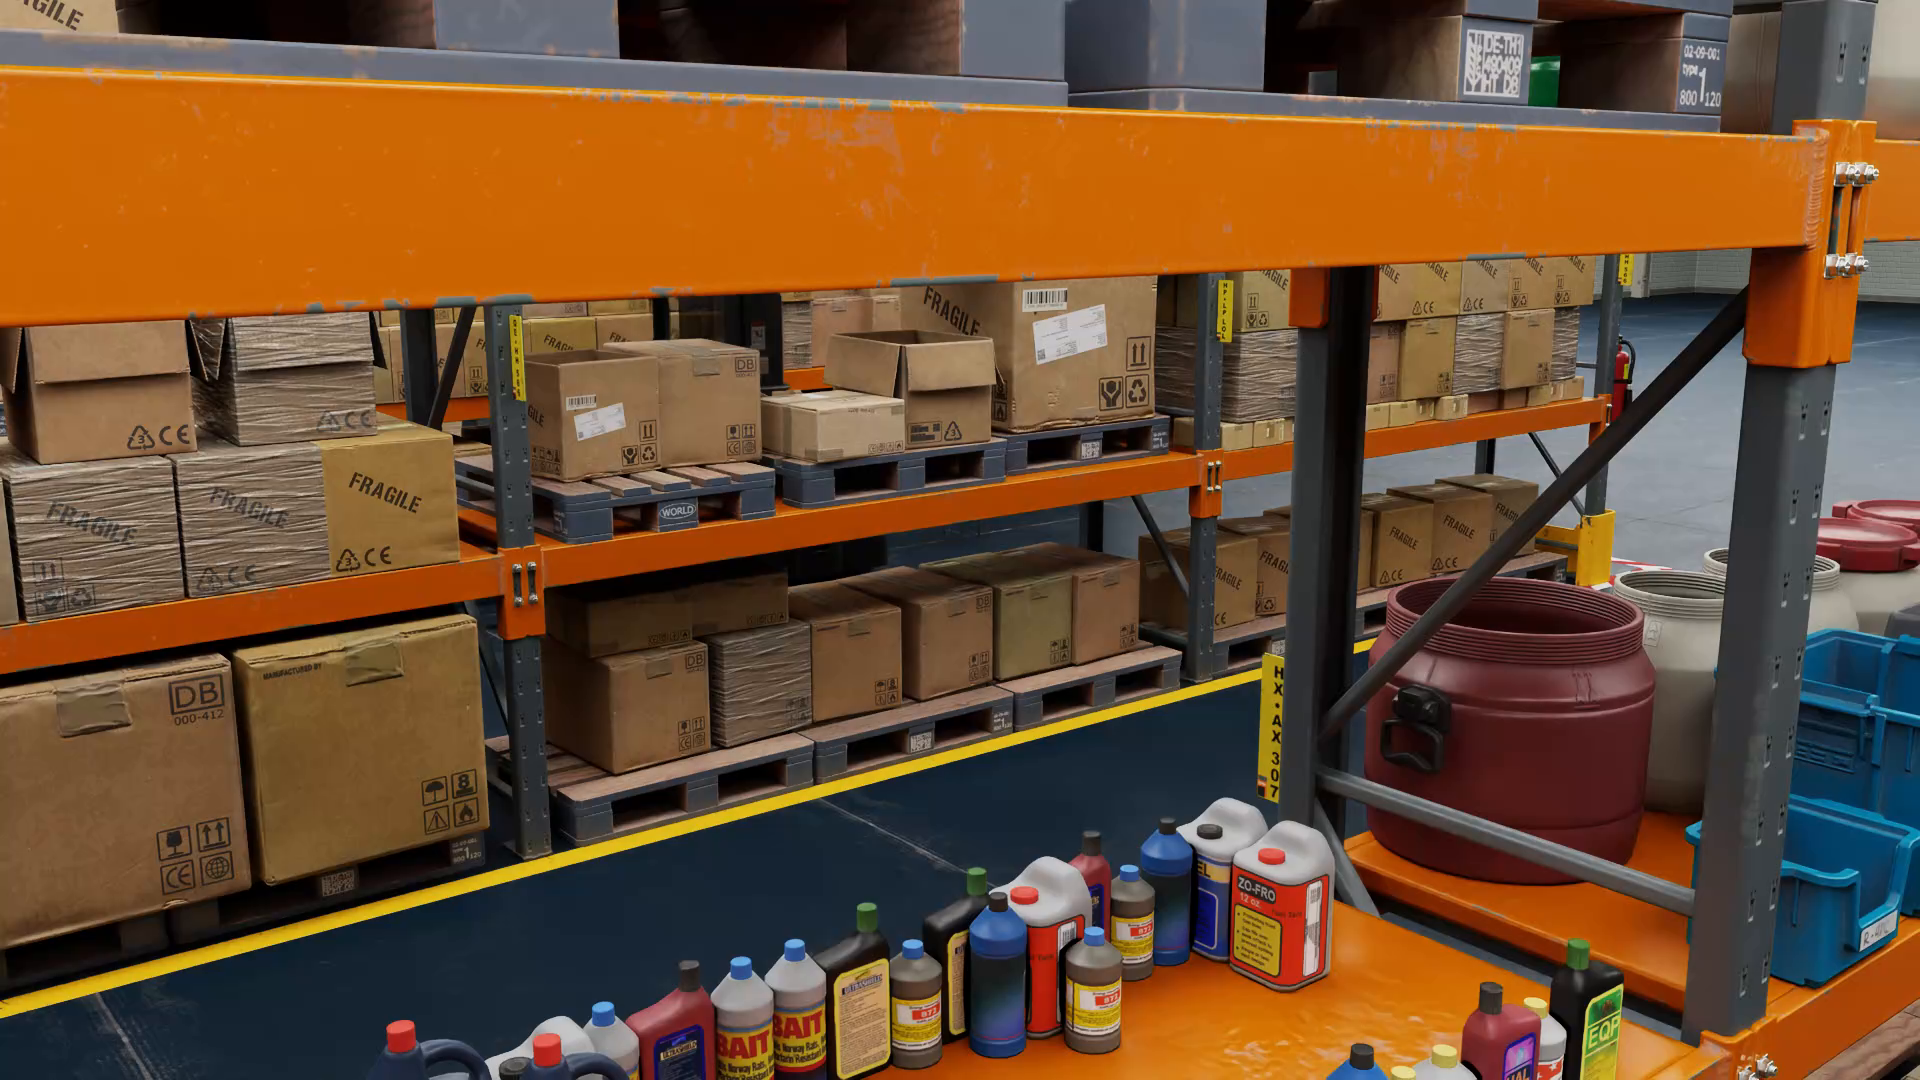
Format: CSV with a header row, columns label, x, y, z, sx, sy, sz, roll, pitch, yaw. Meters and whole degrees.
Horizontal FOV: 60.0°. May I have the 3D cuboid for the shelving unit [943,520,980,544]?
label,x,y,z,sx,sy,sz,roll,pitch,yaw
shelving unit,0.011,-0.589,13.013,0.189,1.200,0.258,-9,15,-38

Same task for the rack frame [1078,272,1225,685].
label,x,y,z,sx,sy,sz,roll,pitch,yaw
rack frame,1.064,-0.744,9.412,0.127,3.000,1.000,-9,15,-38

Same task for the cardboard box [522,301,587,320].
label,x,y,z,sx,sy,sz,roll,pitch,yaw
cardboard box,-3.135,-1.902,12.216,0.500,0.500,0.700,-9,15,-37

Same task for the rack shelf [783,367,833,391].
label,x,y,z,sx,sy,sz,roll,pitch,yaw
rack shelf,-0.394,-1.469,14.559,4.000,0.370,1.077,-9,15,-38

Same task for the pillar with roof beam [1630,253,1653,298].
label,x,y,z,sx,sy,sz,roll,pitch,yaw
pillar with roof beam,19.901,-9.860,37.899,0.548,9.000,9.100,-9,15,-38

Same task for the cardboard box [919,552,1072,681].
label,x,y,z,sx,sy,sz,roll,pitch,yaw
cardboard box,0.187,0.398,8.990,0.500,0.500,0.700,-10,15,-38

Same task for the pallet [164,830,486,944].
label,x,y,z,sx,sy,sz,roll,pitch,yaw
pallet,-2.722,1.229,6.833,1.213,0.211,1.003,-9,15,-38

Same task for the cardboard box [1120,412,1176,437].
label,x,y,z,sx,sy,sz,roll,pitch,yaw
cardboard box,1.048,-0.697,9.794,0.250,0.149,0.380,-9,15,-38

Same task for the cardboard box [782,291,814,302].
label,x,y,z,sx,sy,sz,roll,pitch,yaw
cardboard box,-1.646,-2.206,13.334,0.550,0.550,0.875,-9,15,-38

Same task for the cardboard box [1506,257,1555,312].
label,x,y,z,sx,sy,sz,roll,pitch,yaw
cardboard box,3.526,-1.769,10.876,0.500,0.500,0.500,-9,15,-38

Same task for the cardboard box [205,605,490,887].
label,x,y,z,sx,sy,sz,roll,pitch,yaw
cardboard box,-2.611,0.695,6.739,0.875,0.875,1.225,-10,16,-40

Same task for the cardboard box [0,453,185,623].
label,x,y,z,sx,sy,sz,roll,pitch,yaw
cardboard box,-3.086,-0.038,5.846,0.500,0.500,0.500,-10,16,-39

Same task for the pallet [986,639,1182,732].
label,x,y,z,sx,sy,sz,roll,pitch,yaw
pallet,0.457,0.721,9.225,1.213,0.211,1.003,-9,15,-38

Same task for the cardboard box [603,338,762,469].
label,x,y,z,sx,sy,sz,roll,pitch,yaw
cardboard box,-1.289,-0.645,7.692,0.500,0.500,0.700,-7,14,-29

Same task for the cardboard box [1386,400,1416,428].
label,x,y,z,sx,sy,sz,roll,pitch,yaw
cardboard box,2.583,-0.797,10.266,0.250,0.149,0.380,-9,15,-38

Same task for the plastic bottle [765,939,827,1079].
label,x,y,z,sx,sy,sz,roll,pitch,yaw
plastic bottle,-0.258,0.763,2.625,0.097,0.271,0.097,0,12,0

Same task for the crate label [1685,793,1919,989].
label,x,y,z,sx,sy,sz,roll,pitch,yaw
crate label,1.598,0.666,3.173,0.416,0.233,0.303,-9,15,-38

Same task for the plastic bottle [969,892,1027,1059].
label,x,y,z,sx,sy,sz,roll,pitch,yaw
plastic bottle,0.064,0.725,2.801,0.097,0.271,0.097,0,12,0

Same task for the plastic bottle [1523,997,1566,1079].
label,x,y,z,sx,sy,sz,roll,pitch,yaw
plastic bottle,0.884,0.809,2.575,0.097,0.201,0.097,0,12,0

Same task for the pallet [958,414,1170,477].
label,x,y,z,sx,sy,sz,roll,pitch,yaw
pallet,0.376,-0.575,9.076,1.213,0.211,1.003,-9,15,-38

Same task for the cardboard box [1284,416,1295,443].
label,x,y,z,sx,sy,sz,roll,pitch,yaw
cardboard box,1.801,-0.668,9.656,0.250,0.149,0.380,-9,15,-38

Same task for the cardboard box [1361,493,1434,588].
label,x,y,z,sx,sy,sz,roll,pitch,yaw
cardboard box,2.743,-0.006,10.944,0.500,0.500,0.500,-8,14,-32

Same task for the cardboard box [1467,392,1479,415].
label,x,y,z,sx,sy,sz,roll,pitch,yaw
cardboard box,3.128,-0.905,10.774,0.250,0.149,0.380,-9,15,-38

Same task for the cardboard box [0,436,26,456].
label,x,y,z,sx,sy,sz,roll,pitch,yaw
cardboard box,-3.408,-0.121,6.235,0.500,0.500,0.500,-10,15,-39

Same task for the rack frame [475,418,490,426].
label,x,y,z,sx,sy,sz,roll,pitch,yaw
rack frame,-5.127,-2.352,16.981,0.127,3.000,1.000,-9,15,-38

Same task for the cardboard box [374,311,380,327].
label,x,y,z,sx,sy,sz,roll,pitch,yaw
cardboard box,-4.328,-1.703,11.280,0.500,0.500,0.700,-10,15,-38

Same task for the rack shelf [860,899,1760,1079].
label,x,y,z,sx,sy,sz,roll,pitch,yaw
rack shelf,-0.527,1.190,2.037,4.000,0.370,1.077,-9,15,-38

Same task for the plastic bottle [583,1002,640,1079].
label,x,y,z,sx,sy,sz,roll,pitch,yaw
plastic bottle,-0.514,0.805,2.424,0.097,0.271,0.097,0,12,0

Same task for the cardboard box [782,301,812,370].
label,x,y,z,sx,sy,sz,roll,pitch,yaw
cardboard box,-1.675,-1.685,13.481,0.550,0.550,0.875,-9,15,-38

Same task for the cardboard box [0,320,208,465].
label,x,y,z,sx,sy,sz,roll,pitch,yaw
cardboard box,-3.151,-0.588,6.022,0.637,0.503,0.797,-9,15,-36

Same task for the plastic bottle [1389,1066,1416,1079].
label,x,y,z,sx,sy,sz,roll,pitch,yaw
plastic bottle,0.628,0.852,2.375,0.097,0.201,0.097,0,12,0

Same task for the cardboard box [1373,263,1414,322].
label,x,y,z,sx,sy,sz,roll,pitch,yaw
cardboard box,2.355,-1.575,9.959,0.500,0.500,0.500,-9,15,-38

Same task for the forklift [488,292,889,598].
label,x,y,z,sx,sy,sz,roll,pitch,yaw
forklift,-2.010,-1.095,11.231,3.031,2.935,1.130,-8,15,-35

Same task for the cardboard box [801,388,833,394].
label,x,y,z,sx,sy,sz,roll,pitch,yaw
cardboard box,-1.421,-0.798,13.770,0.875,0.875,0.875,-9,15,-37

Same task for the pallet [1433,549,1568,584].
label,x,y,z,sx,sy,sz,roll,pitch,yaw
pallet,3.472,0.210,11.630,1.213,0.211,1.003,-9,15,-38

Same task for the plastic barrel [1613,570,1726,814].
label,x,y,z,sx,sy,sz,roll,pitch,yaw
plastic barrel,1.705,0.355,3.964,0.421,0.512,0.421,0,12,0

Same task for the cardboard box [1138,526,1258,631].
label,x,y,z,sx,sy,sz,roll,pitch,yaw
cardboard box,1.401,0.228,9.842,0.500,0.500,0.500,-10,16,-39

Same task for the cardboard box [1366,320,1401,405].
label,x,y,z,sx,sy,sz,roll,pitch,yaw
cardboard box,2.194,-1.127,10.259,0.500,0.500,0.875,-9,15,-38

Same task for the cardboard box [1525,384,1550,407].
label,x,y,z,sx,sy,sz,roll,pitch,yaw
cardboard box,3.735,-0.997,11.206,0.250,0.149,0.380,-9,15,-38

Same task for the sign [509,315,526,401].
label,x,y,z,sx,sy,sz,roll,pitch,yaw
sign,-1.710,-0.702,6.425,0.005,0.325,0.100,-9,15,-38

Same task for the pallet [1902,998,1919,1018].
label,x,y,z,sx,sy,sz,roll,pitch,yaw
pallet,3.569,1.531,5.409,1.213,0.211,1.003,-9,15,-38

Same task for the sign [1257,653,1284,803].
label,x,y,z,sx,sy,sz,roll,pitch,yaw
sign,0.686,0.410,3.583,0.005,0.325,0.100,-9,15,-38

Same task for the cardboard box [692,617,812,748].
label,x,y,z,sx,sy,sz,roll,pitch,yaw
cardboard box,-1.123,0.618,7.955,0.500,0.500,0.700,-11,16,-42

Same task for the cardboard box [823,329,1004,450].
label,x,y,z,sx,sy,sz,roll,pitch,yaw
cardboard box,-0.232,-0.760,8.228,0.637,0.503,0.797,-8,14,-32

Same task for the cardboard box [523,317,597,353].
label,x,y,z,sx,sy,sz,roll,pitch,yaw
cardboard box,-2.985,-1.368,12.111,0.500,0.500,0.500,-9,15,-37

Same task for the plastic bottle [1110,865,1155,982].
label,x,y,z,sx,sy,sz,roll,pitch,yaw
plastic bottle,0.311,0.702,3.078,0.097,0.201,0.097,0,12,0

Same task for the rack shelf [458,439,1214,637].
label,x,y,z,sx,sy,sz,roll,pitch,yaw
rack shelf,-0.498,-0.133,8.264,4.000,0.370,1.077,-9,15,-38

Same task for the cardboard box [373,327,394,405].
label,x,y,z,sx,sy,sz,roll,pitch,yaw
cardboard box,-4.164,-1.173,11.188,0.500,0.500,0.500,-10,15,-38

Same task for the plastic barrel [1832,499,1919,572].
label,x,y,z,sx,sy,sz,roll,pitch,yaw
plastic barrel,2.701,0.176,4.749,0.433,0.535,0.433,0,12,0

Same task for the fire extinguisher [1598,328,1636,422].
label,x,y,z,sx,sy,sz,roll,pitch,yaw
fire extinguisher,4.565,-1.165,11.582,0.183,0.674,0.296,-9,15,-38

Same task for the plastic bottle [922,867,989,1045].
label,x,y,z,sx,sy,sz,roll,pitch,yaw
plastic bottle,0.001,0.709,2.849,0.133,0.283,0.061,-9,15,-38

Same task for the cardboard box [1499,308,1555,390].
label,x,y,z,sx,sy,sz,roll,pitch,yaw
cardboard box,3.425,-1.306,11.103,0.500,0.500,0.875,-9,15,-38

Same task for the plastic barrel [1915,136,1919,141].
label,x,y,z,sx,sy,sz,roll,pitch,yaw
plastic barrel,1.812,-1.206,3.157,0.600,0.901,0.600,0,12,0

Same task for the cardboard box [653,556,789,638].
label,x,y,z,sx,sy,sz,roll,pitch,yaw
cardboard box,-1.147,0.253,7.868,0.500,0.250,0.500,-7,14,-31
